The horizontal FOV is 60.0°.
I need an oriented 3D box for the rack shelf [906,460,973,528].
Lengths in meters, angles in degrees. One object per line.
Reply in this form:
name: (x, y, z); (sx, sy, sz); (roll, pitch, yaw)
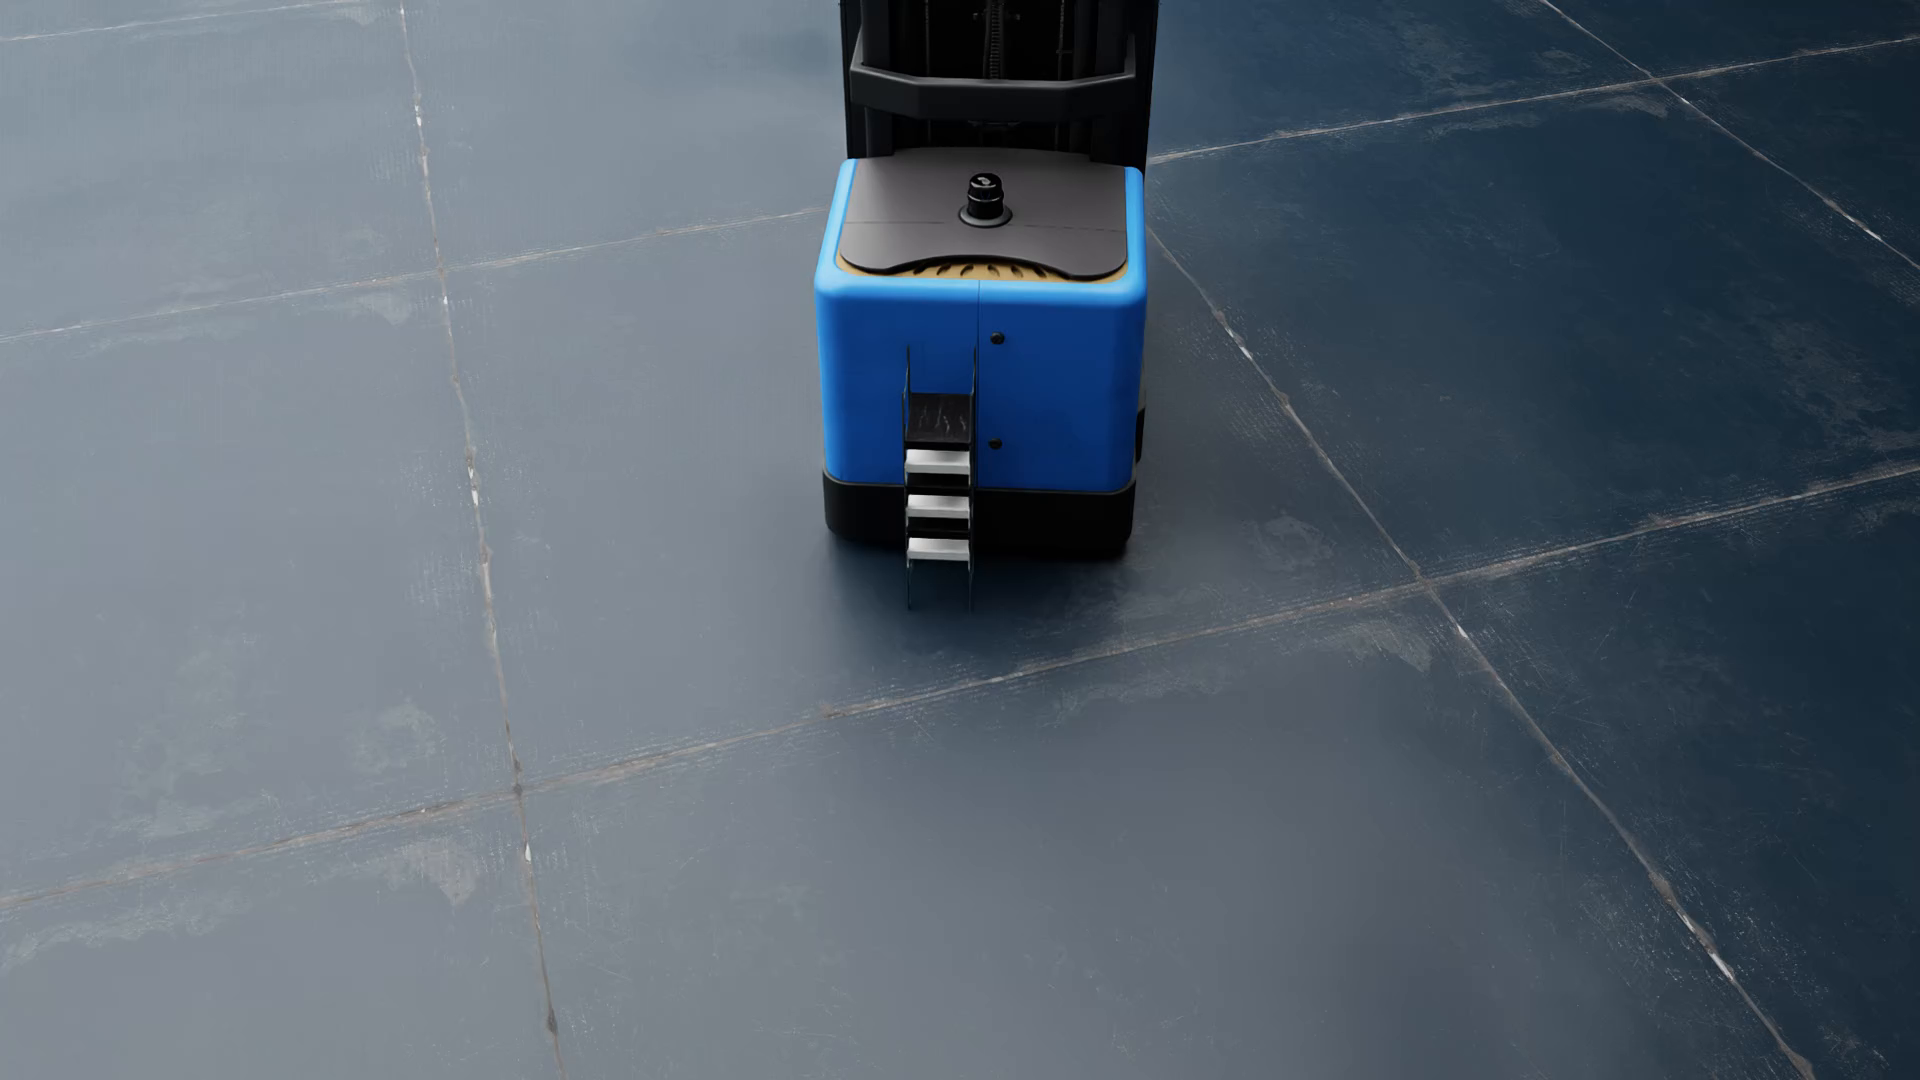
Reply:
rack shelf: (-0.062, -0.151, 5.285); (0.200, 0.077, 0.258); (2, 42, 2)

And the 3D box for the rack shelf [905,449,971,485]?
rack shelf: (-0.062, -0.284, 5.164); (0.200, 0.077, 0.258); (2, 42, 2)

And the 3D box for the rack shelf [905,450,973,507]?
rack shelf: (-0.062, -0.218, 5.224); (0.200, 0.077, 0.258); (2, 42, 2)

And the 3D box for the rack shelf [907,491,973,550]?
rack shelf: (-0.062, -0.084, 5.345); (0.200, 0.077, 0.258); (2, 42, 2)

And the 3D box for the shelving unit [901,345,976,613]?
shelving unit: (-0.062, -0.176, 5.262); (0.210, 0.900, 0.258); (2, 42, 2)

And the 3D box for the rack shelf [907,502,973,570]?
rack shelf: (-0.062, -0.018, 5.406); (0.200, 0.077, 0.258); (2, 42, 2)

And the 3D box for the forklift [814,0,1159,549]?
forklift: (0.148, -2.029, 5.845); (1.130, 2.935, 3.031); (2, 41, 3)

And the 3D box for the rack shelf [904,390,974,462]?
rack shelf: (-0.062, -0.351, 5.103); (0.200, 0.077, 0.258); (2, 42, 2)

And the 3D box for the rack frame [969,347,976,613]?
rack frame: (0.039, -0.172, 5.259); (0.006, 0.900, 0.240); (2, 42, 2)

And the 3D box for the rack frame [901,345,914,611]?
rack frame: (-0.164, -0.179, 5.266); (0.006, 0.900, 0.240); (2, 42, 2)
